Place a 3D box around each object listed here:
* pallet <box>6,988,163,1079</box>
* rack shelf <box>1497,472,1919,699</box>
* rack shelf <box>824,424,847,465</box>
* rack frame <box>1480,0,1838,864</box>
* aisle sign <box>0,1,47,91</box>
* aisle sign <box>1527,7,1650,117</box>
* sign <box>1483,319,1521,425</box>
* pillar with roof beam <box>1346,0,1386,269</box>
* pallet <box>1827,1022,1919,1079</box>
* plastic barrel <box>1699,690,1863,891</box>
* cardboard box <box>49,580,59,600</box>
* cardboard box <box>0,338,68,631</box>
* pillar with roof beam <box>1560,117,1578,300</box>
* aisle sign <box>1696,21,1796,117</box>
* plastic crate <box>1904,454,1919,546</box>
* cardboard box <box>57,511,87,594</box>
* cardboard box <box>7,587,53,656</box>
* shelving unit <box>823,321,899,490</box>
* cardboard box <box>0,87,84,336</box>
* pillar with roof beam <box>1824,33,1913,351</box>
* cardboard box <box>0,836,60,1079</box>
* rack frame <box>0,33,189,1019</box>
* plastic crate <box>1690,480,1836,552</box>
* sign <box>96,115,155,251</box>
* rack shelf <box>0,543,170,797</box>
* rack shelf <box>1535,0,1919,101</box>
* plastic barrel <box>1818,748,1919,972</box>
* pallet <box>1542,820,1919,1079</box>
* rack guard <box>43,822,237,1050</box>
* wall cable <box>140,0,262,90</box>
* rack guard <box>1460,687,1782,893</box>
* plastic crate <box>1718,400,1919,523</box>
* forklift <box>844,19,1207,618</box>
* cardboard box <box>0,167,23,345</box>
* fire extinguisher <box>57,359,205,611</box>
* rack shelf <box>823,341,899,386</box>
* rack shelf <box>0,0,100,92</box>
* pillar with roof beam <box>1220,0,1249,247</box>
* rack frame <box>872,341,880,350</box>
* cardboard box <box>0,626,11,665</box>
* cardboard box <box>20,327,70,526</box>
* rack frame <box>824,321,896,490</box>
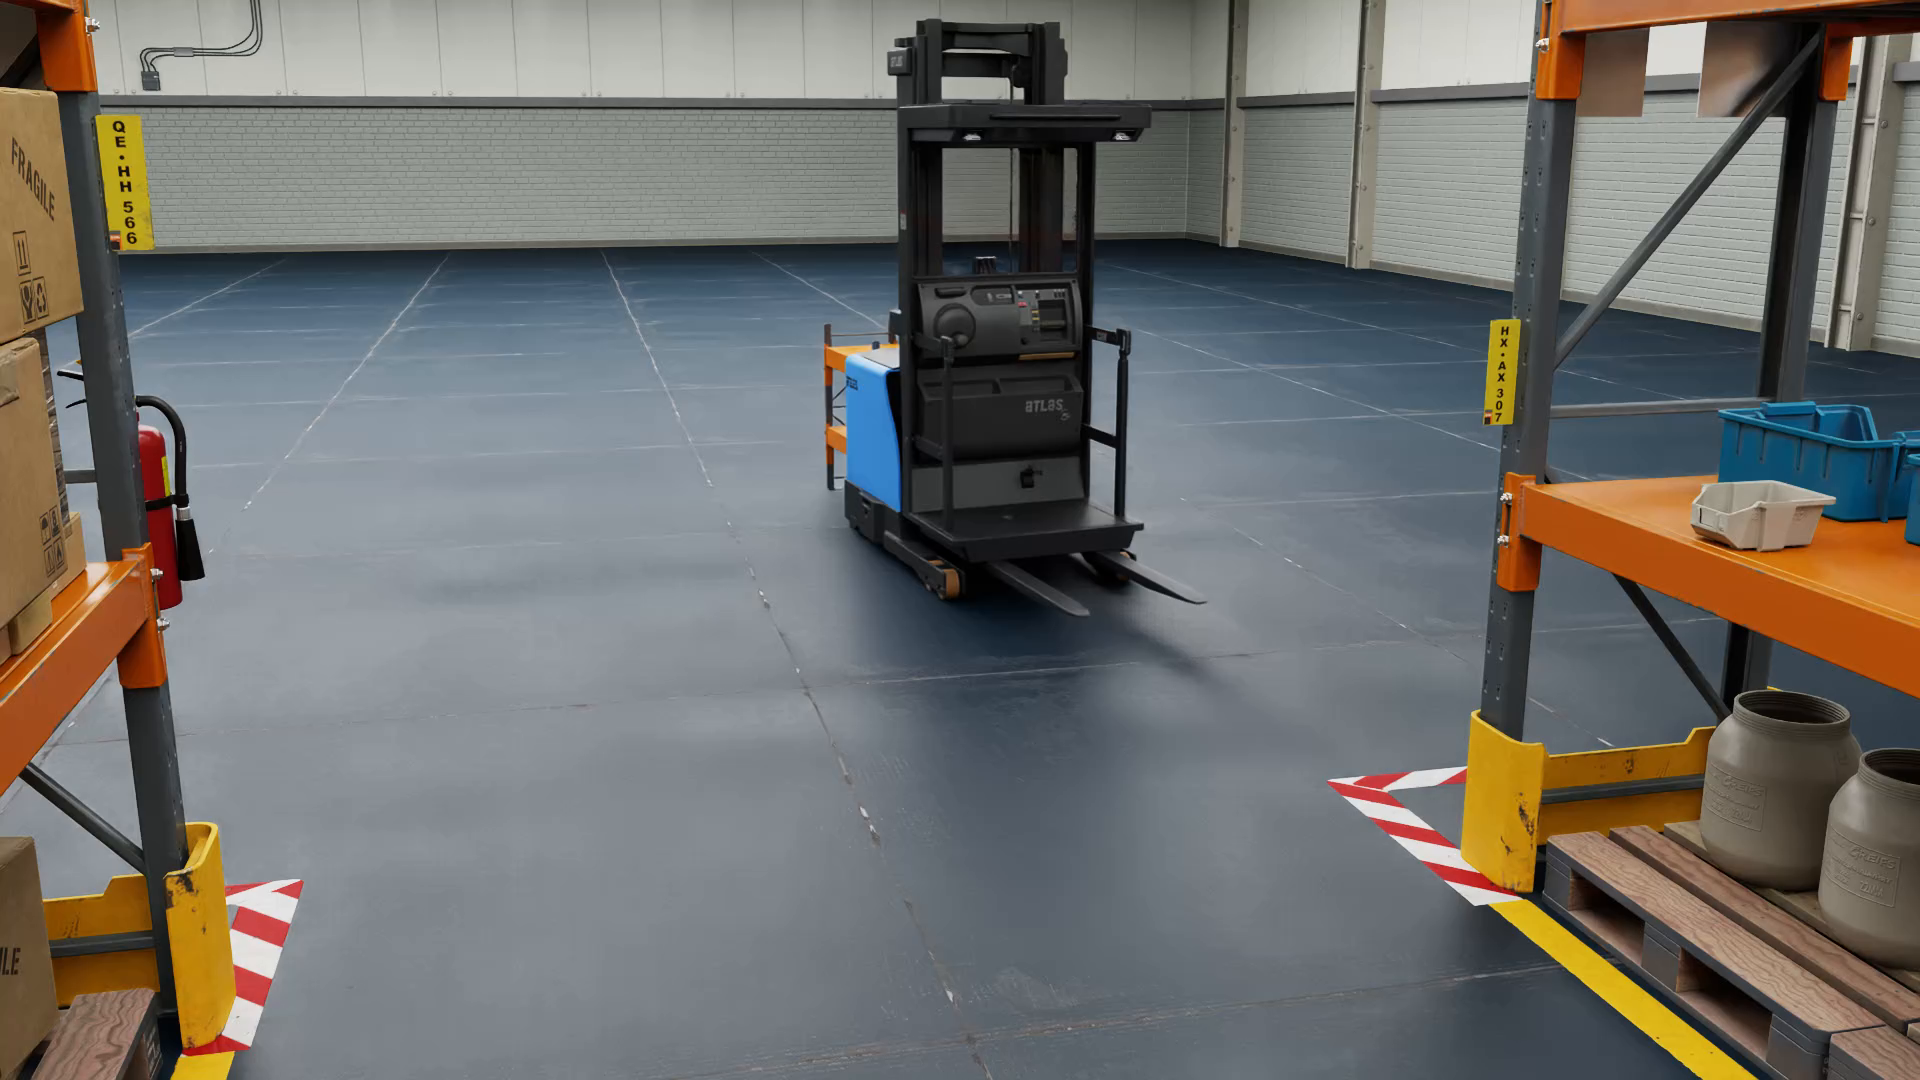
[{"bbox_3d":[-2.428,1.424,3.653,1.003,0.211,1.213,-3,14,-13],"label":"pallet"},{"bbox_3d":[2.682,0.397,3.496,1.077,0.370,4.000,-3,14,-13],"label":"rack shelf"},{"bbox_3d":[-0.487,-0.562,10.886,0.538,0.278,1.000,-5,15,-21],"label":"rack shelf"},{"bbox_3d":[2.212,-0.413,5.299,1.000,3.000,0.127,-3,14,-13],"label":"rack frame"},{"bbox_3d":[-2.325,-1.431,3.987,0.394,0.787,0.004,-3,14,-13],"label":"aisle sign"},{"bbox_3d":[1.911,-1.677,4.992,0.394,0.787,0.004,-3,14,-13],"label":"aisle sign"},{"bbox_3d":[1.677,-0.518,5.145,0.100,0.325,0.005,-3,14,-13],"label":"sign"},{"bbox_3d":[3.026,-9.063,28.064,9.100,9.000,0.400,-3,14,-13],"label":"pillar with roof beam"},{"bbox_3d":[2.745,1.425,3.651,1.003,0.211,1.213,-3,14,-13],"label":"pallet"},{"bbox_3d":[2.441,0.739,4.940,0.421,0.512,0.421,0,14,0],"label":"plastic barrel"},{"bbox_3d":[-2.276,0.097,3.741,0.380,0.149,0.250,-3,14,-13],"label":"cardboard box"},{"bbox_3d":[-2.265,-0.093,3.151,0.875,0.500,0.500,-3,14,-13],"label":"cardboard box"},{"bbox_3d":[4.436,-7.679,22.398,9.100,9.000,0.400,-3,14,-13],"label":"pillar with roof beam"},{"bbox_3d":[2.484,-1.709,5.126,0.394,0.787,0.004,-3,14,-13],"label":"aisle sign"},{"bbox_3d":[2.768,-0.092,4.298,0.499,0.251,0.408,-3,14,-13],"label":"plastic crate"},{"bbox_3d":[-2.334,0.039,3.977,0.380,0.149,0.250,-3,14,-13],"label":"cardboard box"},{"bbox_3d":[-2.168,0.151,3.516,0.380,0.149,0.250,-3,14,-13],"label":"cardboard box"},{"bbox_3d":[-0.487,-0.799,10.828,0.538,1.125,1.048,-5,15,-21],"label":"shelving unit"},{"bbox_3d":[-2.233,-0.703,3.540,0.500,0.500,0.500,-3,14,-13],"label":"cardboard box"},{"bbox_3d":[5.845,-6.295,16.732,9.100,9.000,0.400,-3,14,-13],"label":"pillar with roof beam"},{"bbox_3d":[-2.472,1.018,3.822,0.500,0.500,0.500,-1,14,-3],"label":"cardboard box"},{"bbox_3d":[-2.602,-0.137,4.169,1.000,3.000,0.127,-3,14,-13],"label":"rack frame"},{"bbox_3d":[2.110,-0.061,4.412,0.298,0.136,0.250,-3,14,-13],"label":"plastic crate"},{"bbox_3d":[-2.058,-0.880,4.102,0.100,0.325,0.005,-3,14,-13],"label":"sign"},{"bbox_3d":[-2.132,0.674,2.366,1.077,0.370,4.000,-3,14,-13],"label":"rack shelf"},{"bbox_3d":[2.682,-1.060,3.140,1.077,0.370,4.000,-3,14,-13],"label":"rack shelf"},{"bbox_3d":[2.559,0.854,4.467,0.421,0.512,0.421,0,14,0],"label":"plastic barrel"},{"bbox_3d":[2.462,1.144,4.801,1.003,0.211,1.213,-3,14,-13],"label":"pallet"},{"bbox_3d":[-2.584,1.094,4.394,1.175,0.500,0.348,-3,14,-13],"label":"rack guard"},{"bbox_3d":[-14.992,-11.863,32.356,2.305,6.003,0.169,-3,14,-13],"label":"wall cable"},{"bbox_3d":[2.276,0.816,5.535,1.175,0.500,0.348,-3,14,-13],"label":"rack guard"},{"bbox_3d":[2.621,-0.242,4.912,0.499,0.251,0.616,-3,14,-13],"label":"plastic crate"},{"bbox_3d":[0.301,-1.223,8.758,1.130,2.935,3.031,-5,15,-21],"label":"forklift"},{"bbox_3d":[-2.110,-0.588,3.069,0.500,0.500,0.500,-3,14,-13],"label":"cardboard box"},{"bbox_3d":[-2.181,-0.152,4.391,0.296,0.674,0.183,-3,14,-13],"label":"fire extinguisher"},{"bbox_3d":[-0.487,-1.084,10.759,0.538,0.278,1.000,-5,15,-21],"label":"rack shelf"},{"bbox_3d":[-2.132,-0.784,2.010,1.077,0.370,4.000,-3,14,-13],"label":"rack shelf"},{"bbox_3d":[1.617,-10.447,33.729,9.100,9.000,0.400,-3,14,-13],"label":"pillar with roof beam"},{"bbox_3d":[-0.302,-0.687,10.368,0.500,1.125,0.032,-5,15,-21],"label":"rack frame"},{"bbox_3d":[-2.124,0.210,3.277,0.380,0.149,0.250,-3,14,-13],"label":"cardboard box"},{"bbox_3d":[-2.500,-0.202,3.596,0.875,0.500,0.500,-3,14,-13],"label":"cardboard box"},{"bbox_3d":[-0.671,-0.912,11.288,0.500,1.125,0.032,-5,15,-21],"label":"rack frame"}]
